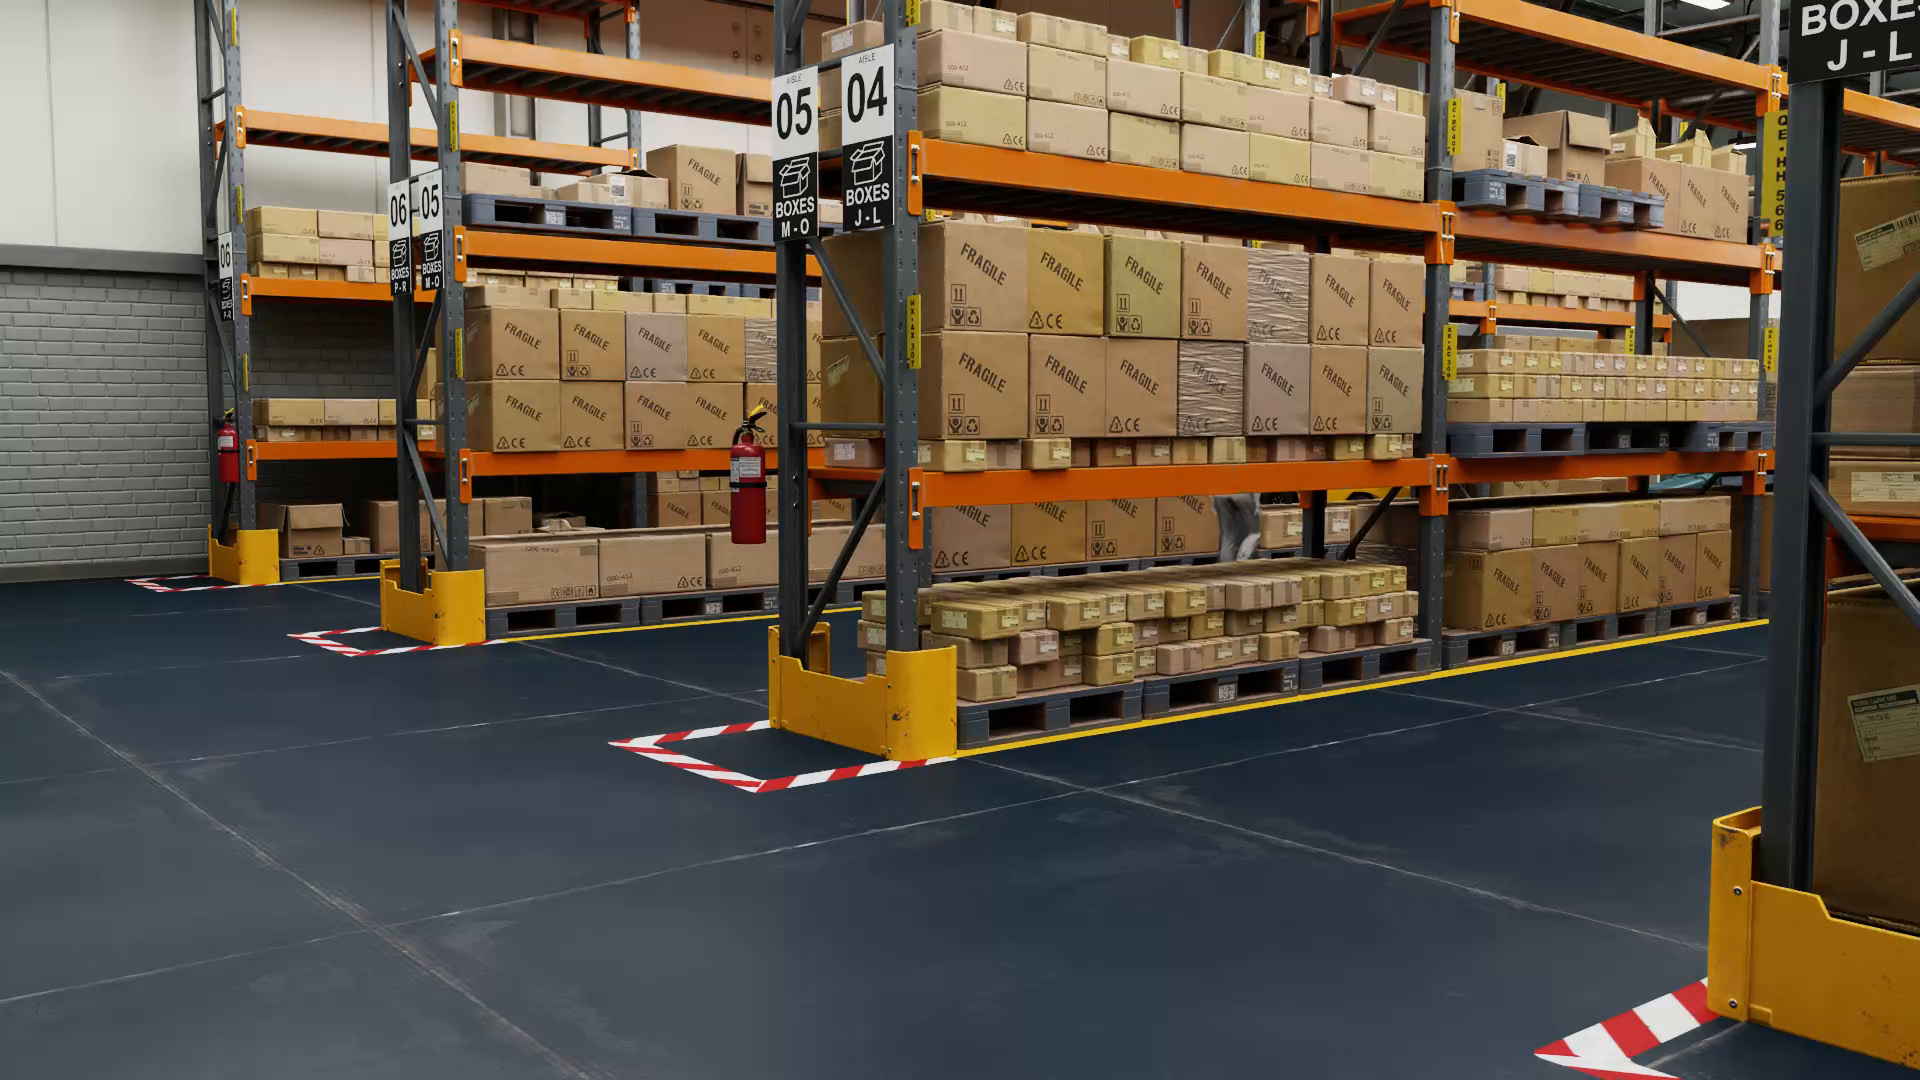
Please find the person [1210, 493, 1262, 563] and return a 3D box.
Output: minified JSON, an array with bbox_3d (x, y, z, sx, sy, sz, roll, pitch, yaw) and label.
[{"bbox_3d":[2.359,-0.384,14.303,0.492,1.681,0.454,2,5,28],"label":"person"}]
